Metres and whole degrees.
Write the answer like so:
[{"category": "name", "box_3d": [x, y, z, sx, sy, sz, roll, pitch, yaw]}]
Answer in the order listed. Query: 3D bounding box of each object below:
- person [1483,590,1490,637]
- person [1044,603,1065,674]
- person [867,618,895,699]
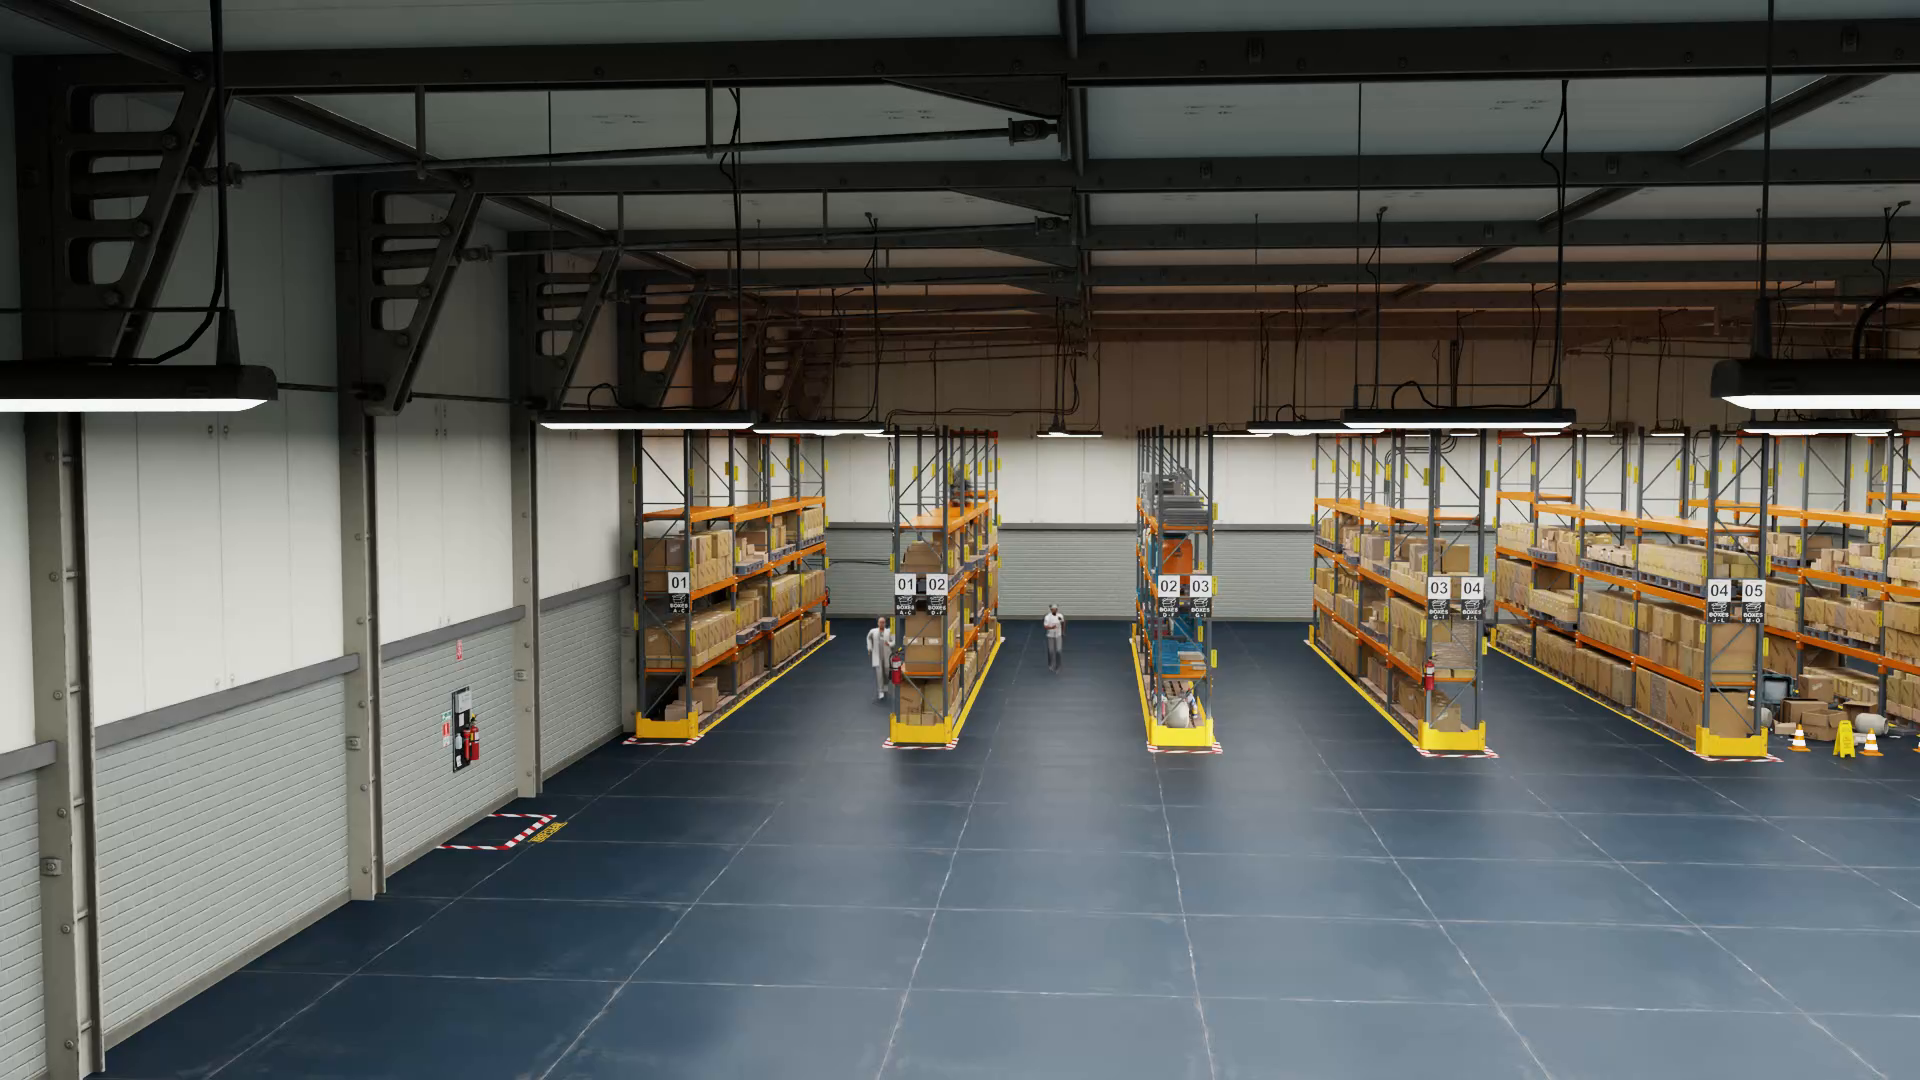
[{"category": "person", "box_3d": [14.724, 2.025, 47.390, 0.880, 1.705, 0.705, 0, 3, 6]}, {"category": "person", "box_3d": [2.332, 2.435, 40.912, 0.540, 1.783, 0.786, 0, 3, -1]}, {"category": "person", "box_3d": [-1.730, 2.594, 36.984, 0.707, 1.758, 1.004, 0, 3, -1]}]
